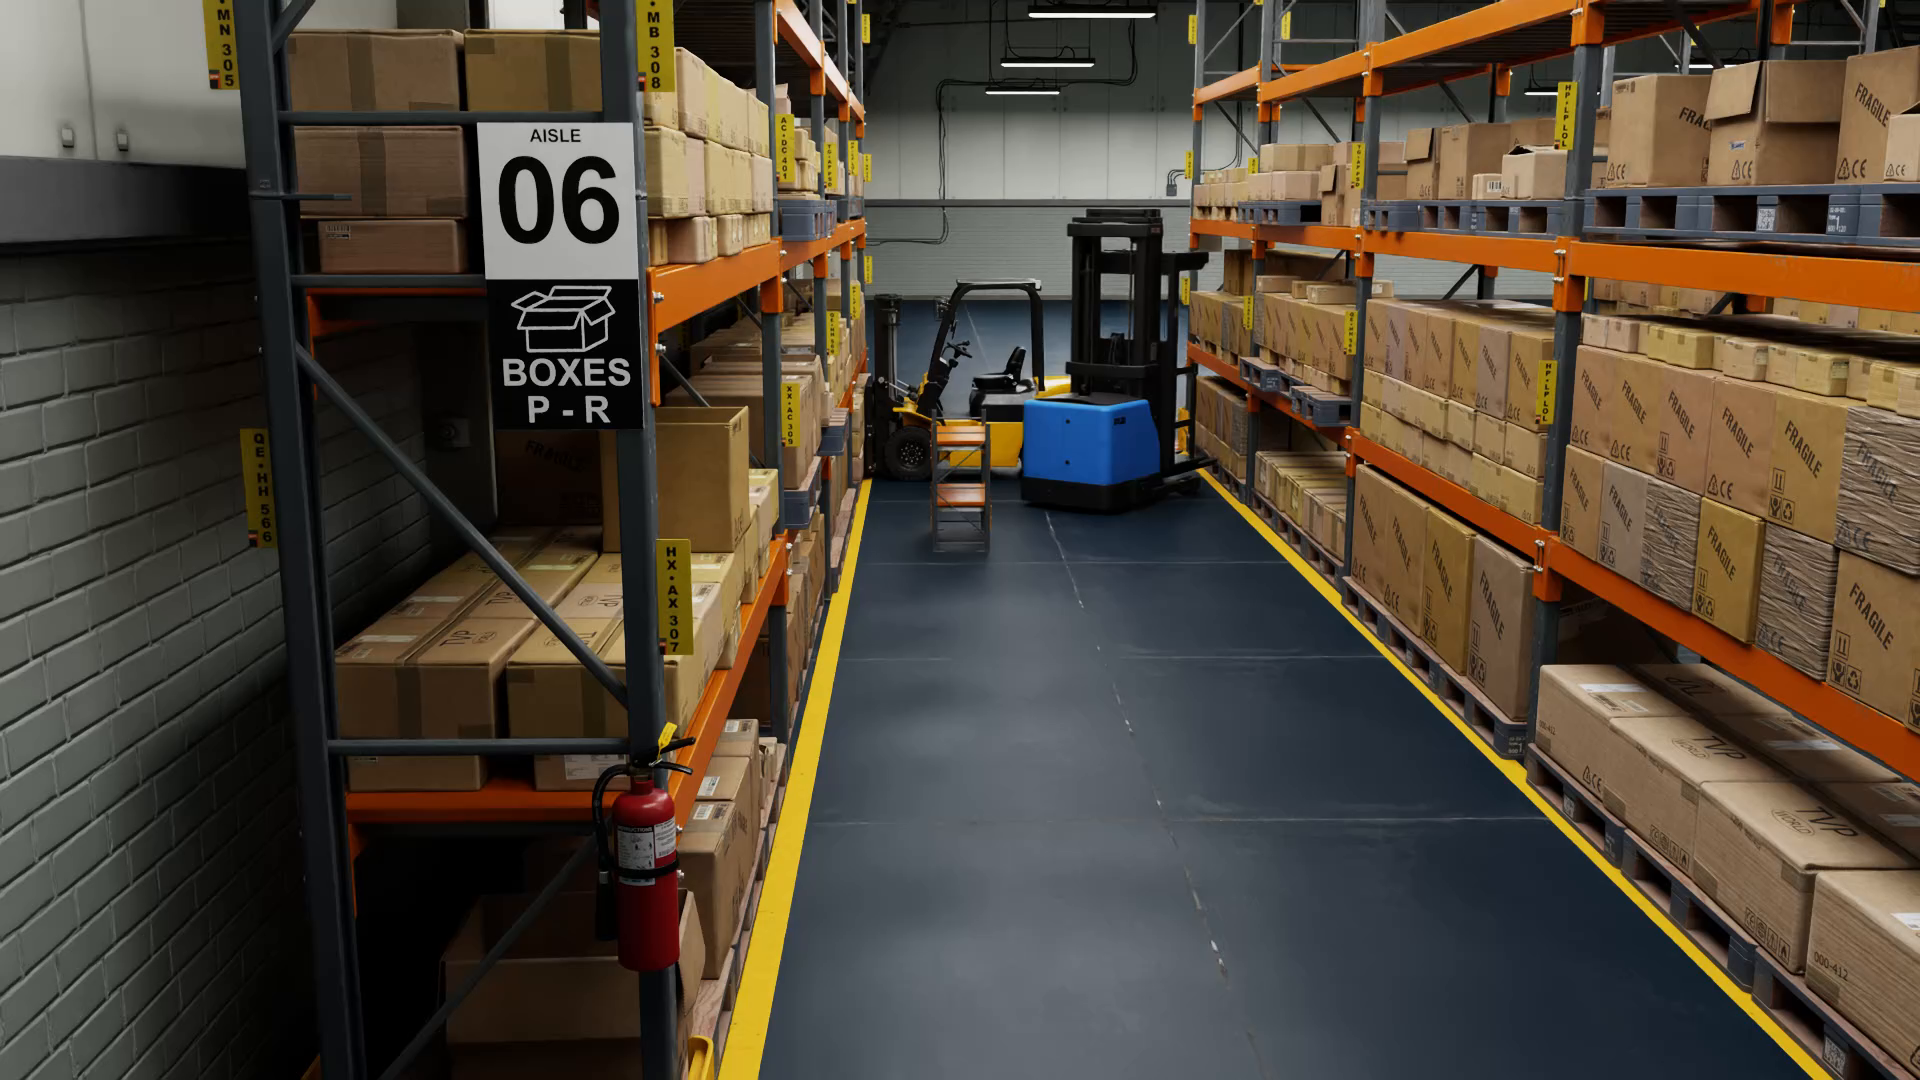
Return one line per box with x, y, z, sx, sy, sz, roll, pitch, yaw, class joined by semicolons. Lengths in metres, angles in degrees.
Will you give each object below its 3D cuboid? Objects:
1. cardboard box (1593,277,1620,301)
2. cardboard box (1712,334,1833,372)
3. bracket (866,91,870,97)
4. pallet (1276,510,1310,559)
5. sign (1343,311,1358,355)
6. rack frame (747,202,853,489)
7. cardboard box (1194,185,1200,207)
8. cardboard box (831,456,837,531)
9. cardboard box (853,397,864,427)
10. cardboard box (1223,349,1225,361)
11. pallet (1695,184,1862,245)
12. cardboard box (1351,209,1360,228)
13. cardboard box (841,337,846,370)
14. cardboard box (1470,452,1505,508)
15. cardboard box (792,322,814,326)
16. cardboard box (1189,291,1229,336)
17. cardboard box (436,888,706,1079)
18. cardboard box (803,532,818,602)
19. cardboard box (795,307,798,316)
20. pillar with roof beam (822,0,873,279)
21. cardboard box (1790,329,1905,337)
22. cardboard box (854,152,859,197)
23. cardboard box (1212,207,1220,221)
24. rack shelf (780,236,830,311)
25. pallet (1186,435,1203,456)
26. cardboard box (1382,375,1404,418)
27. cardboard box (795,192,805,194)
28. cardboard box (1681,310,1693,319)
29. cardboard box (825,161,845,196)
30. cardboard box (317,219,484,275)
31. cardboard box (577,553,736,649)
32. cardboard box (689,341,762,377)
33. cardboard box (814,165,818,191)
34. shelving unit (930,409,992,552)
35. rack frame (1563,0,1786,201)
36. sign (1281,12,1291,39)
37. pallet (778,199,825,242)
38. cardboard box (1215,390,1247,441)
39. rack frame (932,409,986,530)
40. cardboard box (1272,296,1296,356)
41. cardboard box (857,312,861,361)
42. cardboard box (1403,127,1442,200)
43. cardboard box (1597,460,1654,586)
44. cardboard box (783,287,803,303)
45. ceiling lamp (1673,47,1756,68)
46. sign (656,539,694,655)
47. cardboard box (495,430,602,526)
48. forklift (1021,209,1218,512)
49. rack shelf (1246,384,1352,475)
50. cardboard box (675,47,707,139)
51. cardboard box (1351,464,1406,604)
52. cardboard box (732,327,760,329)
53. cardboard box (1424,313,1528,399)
8.221;-3.186;20.128;0.875;0.550;0.550;0;11;-1;cardboard box
3.376;-0.771;6.918;0.380;0.149;0.250;0;11;-1;cardboard box
-2.867;-13.677;50.787;0.235;0.232;0.430;0;11;-1;bracket
3.433;-0.058;14.812;1.003;0.211;1.213;0;11;-1;pallet
2.928;-1.551;12.449;0.100;0.325;0.005;0;11;-1;sign
-1.575;-1.801;16.392;1.000;3.000;0.127;0;11;-1;rack frame
3.049;-4.058;19.604;0.500;0.250;0.500;0;11;-2;cardboard box
-1.527;-0.435;14.578;0.875;0.625;0.625;-1;11;-4;cardboard box
-1.272;-1.348;17.505;0.500;0.250;0.500;0;11;-1;cardboard box
3.076;-2.014;18.076;0.380;0.149;0.250;0;11;-2;cardboard box
3.581;-1.254;6.373;1.003;0.211;1.213;0;11;-1;pallet
3.240;-2.485;12.851;0.380;0.149;0.250;0;11;-1;cardboard box
-1.287;-1.672;14.876;0.500;0.250;0.500;0;11;0;cardboard box
3.282;-0.348;9.606;0.500;0.250;0.500;0;11;-2;cardboard box
-1.290;-1.847;14.735;0.380;0.149;0.250;0;11;-1;cardboard box
3.037;-2.717;19.906;0.500;0.500;0.500;0;11;-2;cardboard box
-1.245;1.480;5.441;0.797;0.503;0.637;-1;11;-3;cardboard box
-1.269;0.196;11.778;0.500;0.500;0.500;0;11;-2;cardboard box
-1.876;-2.333;17.131;0.380;0.149;0.250;0;11;0;cardboard box
1.388;-8.990;36.738;9.100;9.000;0.548;0;11;-1;pillar with roof beam
3.834;-0.826;7.191;0.380;0.149;0.250;0;11;-2;cardboard box
-1.484;-4.079;18.517;0.700;0.500;0.500;0;11;-1;cardboard box
3.018;-3.640;18.544;0.380;0.149;0.250;0;11;-1;cardboard box
-1.451;-1.726;10.286;1.077;0.370;4.000;0;11;-1;rack shelf
3.288;-1.074;19.821;1.003;0.211;1.213;0;11;-1;pallet
3.243;-0.994;11.534;0.500;0.250;0.500;0;11;0;cardboard box
-1.230;-2.375;11.052;0.380;0.149;0.250;0;11;-1;cardboard box
8.387;-2.226;18.111;0.875;0.550;0.550;0;11;-1;cardboard box
-1.317;-3.339;15.346;0.500;0.311;0.500;-1;11;-3;cardboard box
-1.565;-0.825;4.669;0.380;0.149;0.250;0;11;0;cardboard box
-1.092;0.220;6.060;0.500;0.250;0.500;0;11;-2;cardboard box
-1.638;-1.158;11.913;0.500;0.500;0.500;0;11;2;cardboard box
-1.038;-2.127;9.779;0.380;0.149;0.250;0;11;0;cardboard box
0.000;-0.550;14.941;0.538;1.125;1.048;0;11;-1;shelving unit
3.553;-3.172;8.061;1.000;3.000;0.127;0;11;-1;rack frame
3.860;-6.091;19.701;0.100;0.325;0.005;0;11;-1;sign
-1.353;-1.718;8.914;1.213;0.211;1.003;0;11;-1;pallet
3.083;-1.367;18.225;0.500;0.500;0.500;0;11;2;cardboard box
-0.010;-0.651;15.439;0.500;1.125;0.032;0;11;-1;rack frame
3.118;-1.930;14.974;0.500;0.500;0.500;0;11;-1;cardboard box
-1.351;-2.243;18.321;0.500;0.500;0.500;0;11;-1;cardboard box
3.629;-2.679;11.860;0.797;0.503;0.637;-1;12;-5;cardboard box
3.307;-0.086;7.689;0.500;0.500;0.500;0;11;-1;cardboard box
-1.878;-2.630;17.850;0.380;0.149;0.250;0;11;-2;cardboard box
16.299;-11.718;35.505;2.000;3.185;0.800;0;11;-1;ceiling lamp
-0.785;0.158;4.559;0.100;0.325;0.005;0;11;-1;sign
-1.645;-0.353;6.999;0.500;0.500;0.500;-1;11;-3;cardboard box
1.879;-1.955;17.324;1.130;2.935;3.031;8;14;35;forklift
3.429;-1.072;14.608;1.077;0.370;4.000;0;11;-1;rack shelf
-1.077;-1.393;5.210;0.500;0.250;0.500;0;11;-2;cardboard box
3.401;-0.054;12.067;0.875;0.875;0.875;0;11;-2;cardboard box
-1.753;-1.742;14.216;0.380;0.149;0.250;0;11;0;cardboard box
3.258;-1.165;10.491;0.500;0.500;0.500;0;11;0;cardboard box
